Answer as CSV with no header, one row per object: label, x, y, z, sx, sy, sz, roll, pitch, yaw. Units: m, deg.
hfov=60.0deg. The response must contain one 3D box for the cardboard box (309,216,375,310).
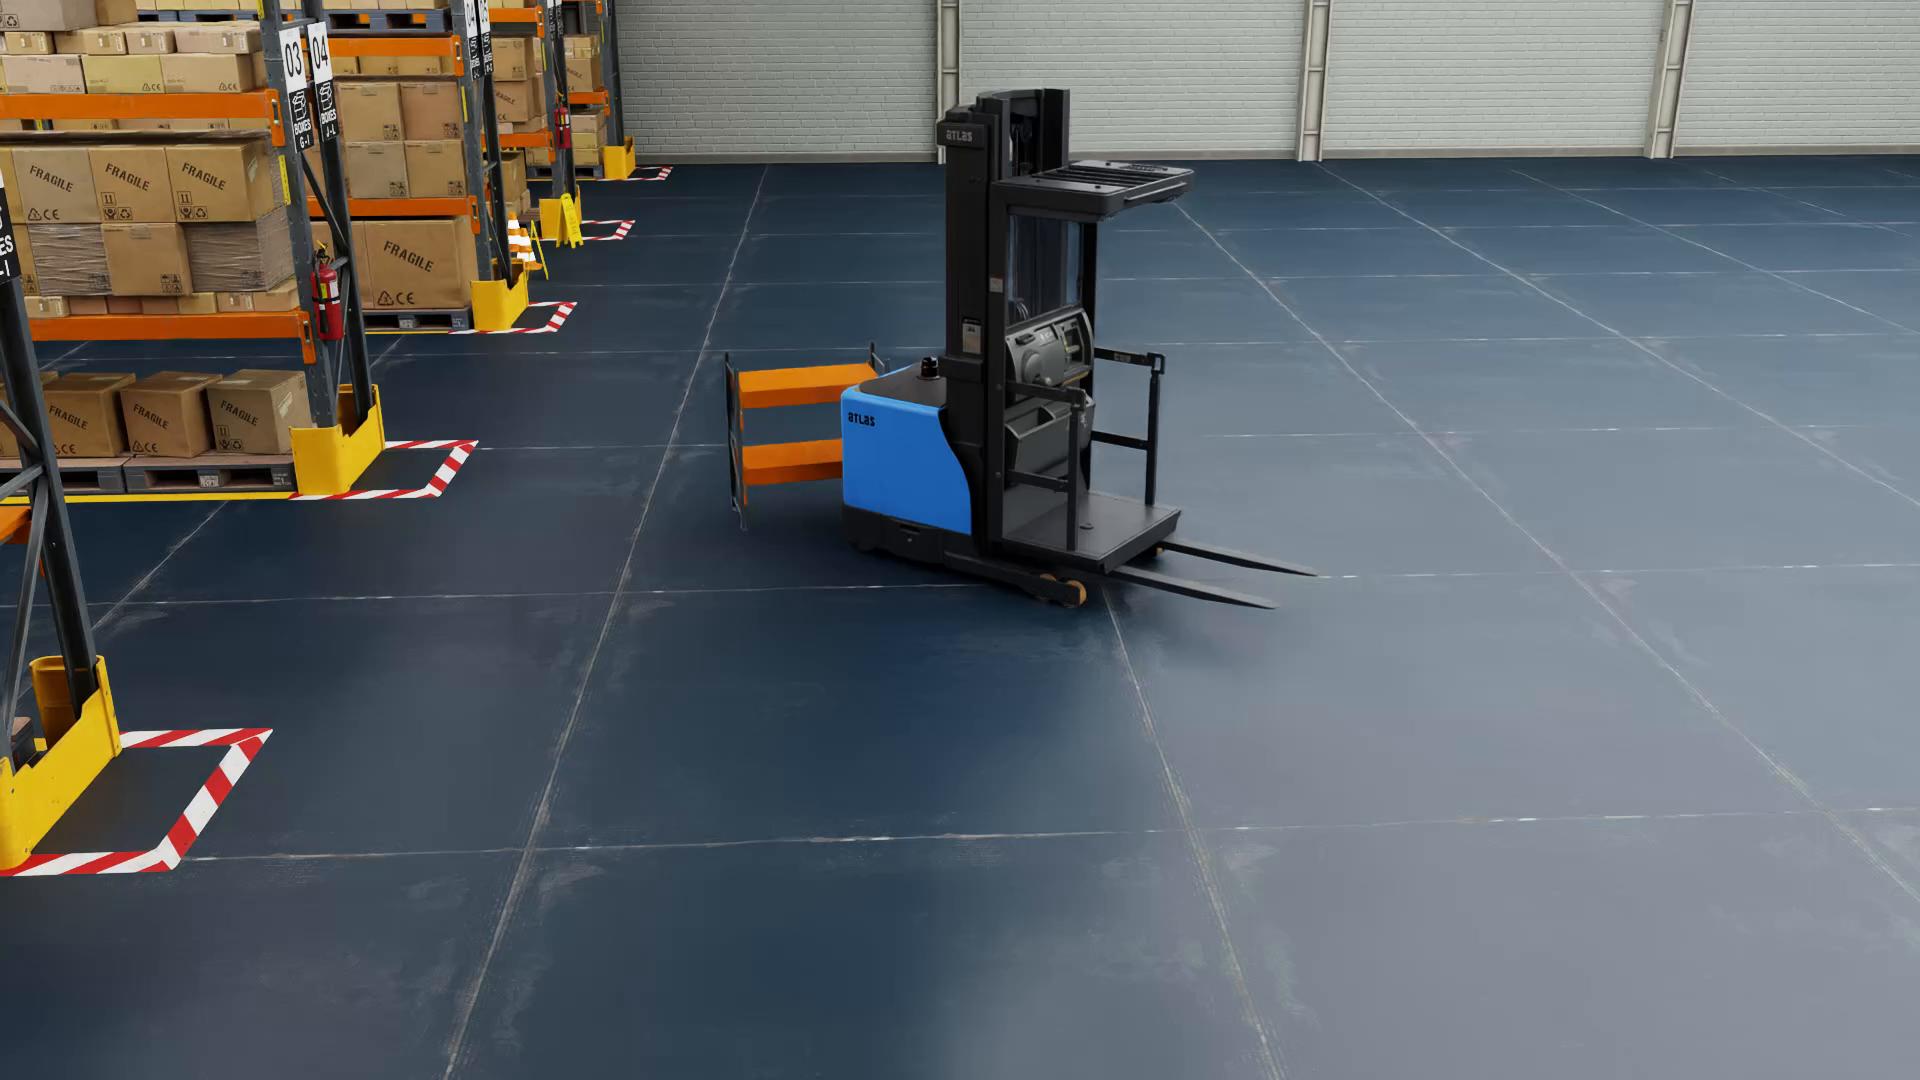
cardboard box,-6.293,-2.844,16.772,0.875,0.875,0.875,-1,21,-4

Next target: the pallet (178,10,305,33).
pallet,-6.703,-5.013,15.980,1.213,0.211,1.003,-1,21,-3

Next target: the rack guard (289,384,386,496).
rack guard,-4.635,-0.763,12.423,0.348,0.500,1.175,-1,21,-3

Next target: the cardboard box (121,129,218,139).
cardboard box,-5.624,-2.664,11.938,0.500,0.500,0.500,-1,21,-3

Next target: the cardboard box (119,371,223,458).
cardboard box,-5.779,-0.930,12.270,0.500,0.500,0.500,4,21,11

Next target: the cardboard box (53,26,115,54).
cardboard box,-5.856,-3.352,11.144,0.250,0.149,0.380,-1,21,-2

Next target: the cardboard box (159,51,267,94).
cardboard box,-5.026,-3.165,11.212,0.500,0.250,0.500,-1,21,-2

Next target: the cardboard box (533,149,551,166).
cardboard box,-6.360,-5.999,25.936,0.500,0.250,0.500,-1,21,-3

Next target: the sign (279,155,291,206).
sign,-4.548,-2.424,11.201,0.005,0.325,0.100,-1,21,-3

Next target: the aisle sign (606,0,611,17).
aisle sign,-5.330,-8.328,25.126,0.004,0.787,0.394,-1,21,-3

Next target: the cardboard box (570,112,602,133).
cardboard box,-5.854,-6.475,25.780,0.500,0.250,0.500,0,21,-1

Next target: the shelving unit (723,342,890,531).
shelving unit,-1.041,-0.722,11.437,1.048,1.125,0.538,-6,22,-15

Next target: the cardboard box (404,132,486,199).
cardboard box,-5.110,-3.743,16.526,0.550,0.550,0.875,-1,21,-3

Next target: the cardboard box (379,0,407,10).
cardboard box,-5.306,-5.092,15.687,0.250,0.149,0.380,-1,21,-3

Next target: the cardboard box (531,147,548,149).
cardboard box,-6.382,-6.234,25.851,0.500,0.250,0.500,-1,21,-4

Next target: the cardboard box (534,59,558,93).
cardboard box,-6.407,-7.153,25.551,0.500,0.500,0.500,-1,21,-1

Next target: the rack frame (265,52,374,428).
rack frame,-4.560,-1.933,11.982,0.127,3.000,1.000,-1,21,-3

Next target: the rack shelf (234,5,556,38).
rack shelf,-7.122,-6.478,20.716,4.000,0.370,1.077,-1,21,-3

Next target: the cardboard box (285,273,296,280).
cardboard box,-4.858,-1.894,12.234,0.250,0.149,0.380,-1,21,-3

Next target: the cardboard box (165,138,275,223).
cardboard box,-5.095,-2.487,11.473,0.500,0.500,0.500,-1,21,-3

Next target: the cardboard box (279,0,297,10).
cardboard box,-6.323,-5.071,15.632,0.250,0.149,0.380,-1,21,-3

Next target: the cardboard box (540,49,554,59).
cardboard box,-6.258,-7.460,25.448,0.250,0.149,0.380,-1,21,-2

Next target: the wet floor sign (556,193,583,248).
wet floor sign,-4.874,-3.977,20.659,0.232,0.644,0.267,6,22,16

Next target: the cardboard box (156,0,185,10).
cardboard box,-7.337,-5.051,15.578,0.250,0.149,0.380,-1,21,-4

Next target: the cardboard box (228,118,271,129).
cardboard box,-6.747,-4.214,16.244,0.500,0.550,0.875,-1,21,-3

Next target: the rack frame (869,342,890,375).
rack frame,-0.552,-0.771,11.564,0.032,1.125,0.500,-6,22,-15

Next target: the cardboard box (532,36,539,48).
cardboard box,-6.515,-7.613,25.432,0.250,0.149,0.380,-1,21,-3

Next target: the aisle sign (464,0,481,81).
aisle sign,-4.654,-4.807,15.876,0.004,0.787,0.394,-1,21,-3

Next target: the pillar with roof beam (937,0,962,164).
pillar with roof beam,0.077,-8.919,21.899,0.400,9.000,9.100,-1,21,-3

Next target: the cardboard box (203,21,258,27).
cardboard box,-5.112,-3.557,11.681,0.250,0.149,0.380,-1,21,-2

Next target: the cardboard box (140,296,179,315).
cardboard box,-5.579,-1.708,11.746,0.250,0.149,0.380,-1,21,-3

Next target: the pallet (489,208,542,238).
pallet,-6.014,-4.144,21.710,1.213,0.211,1.003,-1,21,-3

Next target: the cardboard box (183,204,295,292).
cardboard box,-5.110,-2.117,11.907,0.500,0.500,0.875,-1,21,-3

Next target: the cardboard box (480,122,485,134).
cardboard box,-5.990,-5.210,20.943,0.250,0.149,0.380,-2,21,-4

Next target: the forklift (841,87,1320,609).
forklift,0.726,-1.172,10.079,3.031,2.935,1.130,14,25,32

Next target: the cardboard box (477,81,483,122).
cardboard box,-6.152,-5.521,20.849,0.500,0.500,0.500,-1,21,-3

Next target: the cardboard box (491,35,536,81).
cardboard box,-5.623,-6.018,20.749,0.500,0.500,0.700,-2,21,-4

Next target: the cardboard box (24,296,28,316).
cardboard box,-6.577,-1.688,11.692,0.250,0.149,0.380,-1,21,-3

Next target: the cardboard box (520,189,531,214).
cardboard box,-5.946,-4.446,21.858,0.500,0.250,0.500,-1,21,-3

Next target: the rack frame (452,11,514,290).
rack frame,-4.742,-3.697,16.615,0.127,3.000,1.000,-1,21,-3

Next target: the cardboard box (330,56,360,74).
cardboard box,-7.653,-5.960,20.596,0.500,0.500,0.700,-2,21,-4

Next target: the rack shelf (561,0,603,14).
rack shelf,-7.409,-8.241,25.347,4.000,0.370,1.077,-1,21,-3

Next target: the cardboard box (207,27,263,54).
cardboard box,-4.819,-3.334,11.098,0.250,0.149,0.380,-1,21,-3

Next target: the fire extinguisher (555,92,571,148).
fire extinguisher,-4.985,-5.256,20.818,0.183,0.674,0.296,-1,21,-3

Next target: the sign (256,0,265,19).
sign,-4.548,-3.551,10.772,0.005,0.325,0.100,-1,21,-3
